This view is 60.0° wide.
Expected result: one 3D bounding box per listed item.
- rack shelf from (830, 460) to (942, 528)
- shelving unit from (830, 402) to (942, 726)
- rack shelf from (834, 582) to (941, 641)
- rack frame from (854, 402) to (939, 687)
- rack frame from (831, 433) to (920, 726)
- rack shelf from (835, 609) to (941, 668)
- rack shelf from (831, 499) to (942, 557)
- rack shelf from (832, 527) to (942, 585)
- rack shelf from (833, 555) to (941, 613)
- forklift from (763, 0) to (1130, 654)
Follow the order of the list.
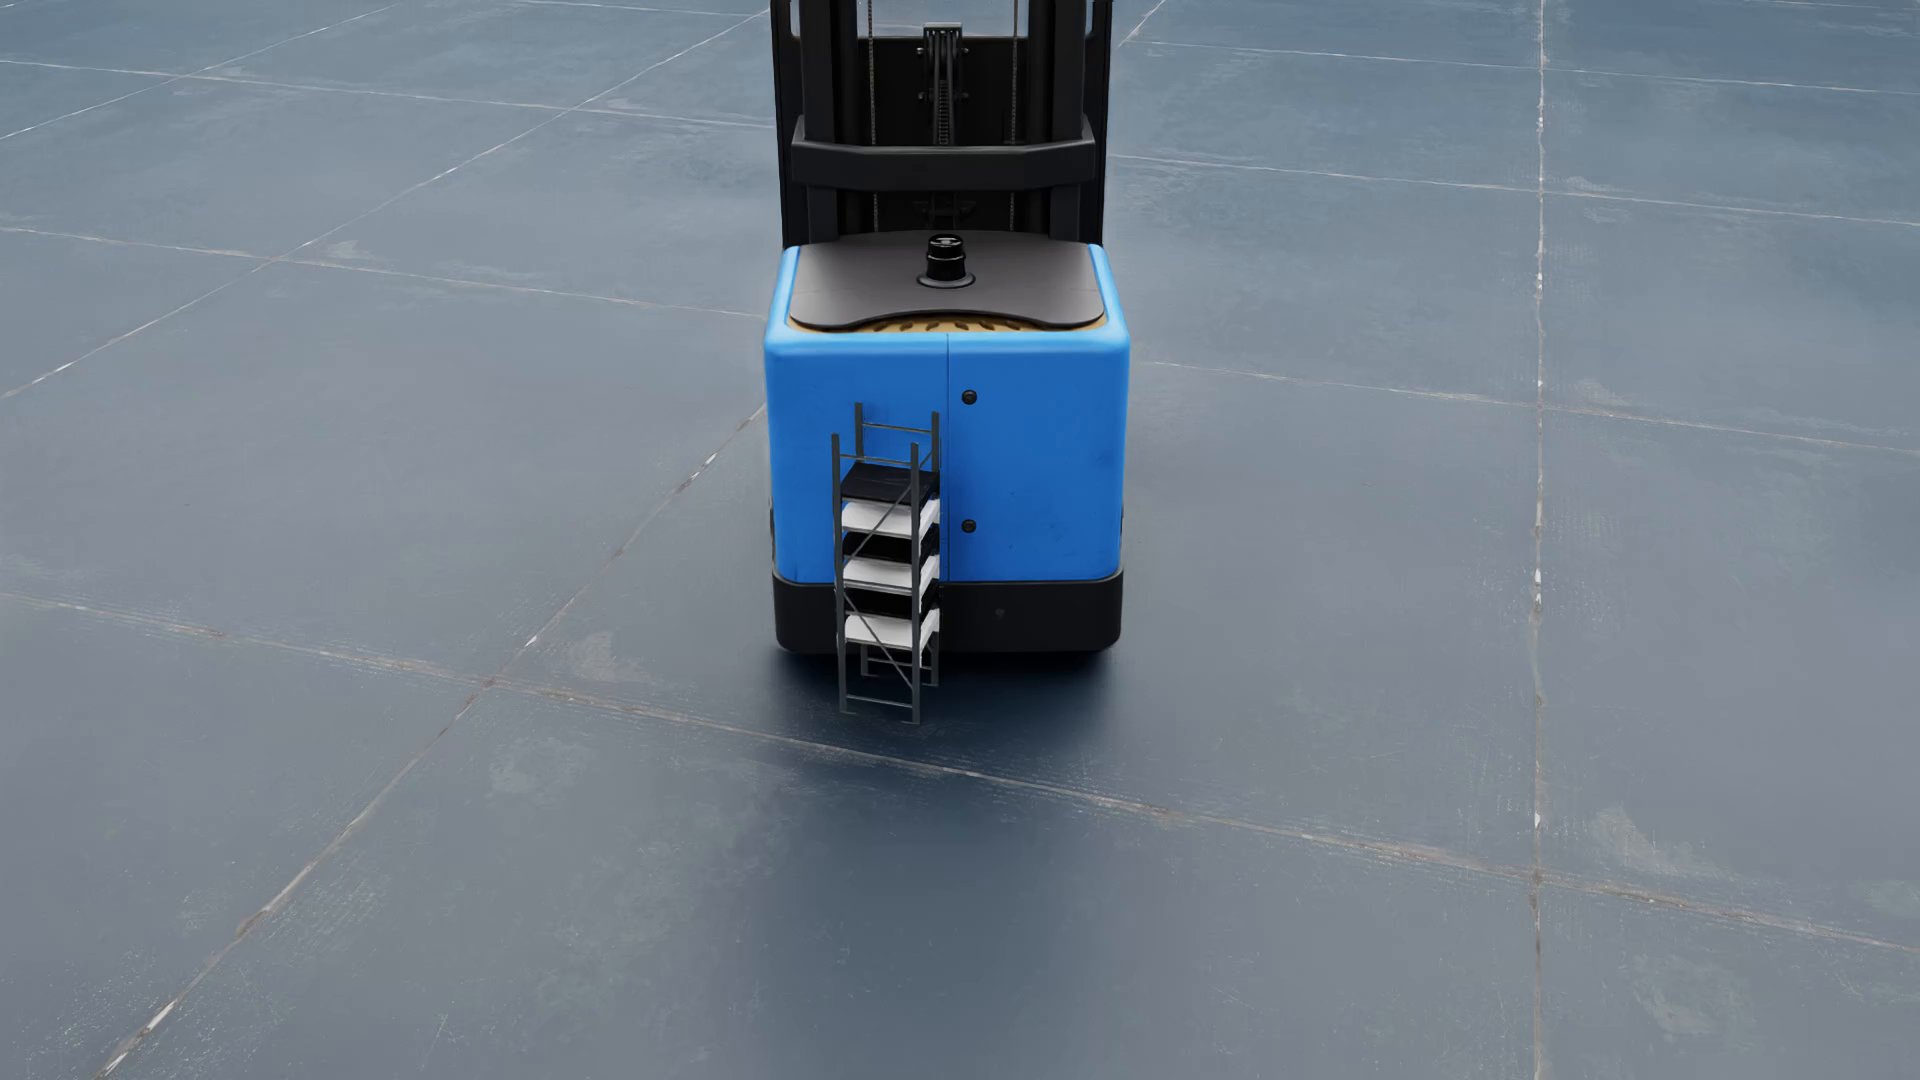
[{"bbox_3d":[-0.201,-0.129,4.566,0.258,0.077,0.200,8,30,12],"label":"rack shelf"},{"bbox_3d":[-0.203,0.078,4.682,0.258,0.900,0.210,8,30,12],"label":"shelving unit"},{"bbox_3d":[-0.204,0.185,4.742,0.258,0.077,0.200,8,30,12],"label":"rack shelf"},{"bbox_3d":[-0.177,0.030,4.768,0.240,0.900,0.006,8,30,12],"label":"rack frame"},{"bbox_3d":[-0.228,0.126,4.596,0.240,0.900,0.006,8,30,12],"label":"rack frame"},{"bbox_3d":[-0.205,0.264,4.786,0.258,0.077,0.200,8,30,12],"label":"rack shelf"},{"bbox_3d":[-0.202,-0.050,4.610,0.258,0.077,0.200,8,30,12],"label":"rack shelf"},{"bbox_3d":[-0.202,0.028,4.654,0.258,0.077,0.200,8,30,12],"label":"rack shelf"},{"bbox_3d":[-0.203,0.107,4.698,0.258,0.077,0.200,8,30,12],"label":"rack shelf"},{"bbox_3d":[-0.065,-1.615,5.639,1.130,2.935,3.031,-1,29,-1],"label":"forklift"}]
